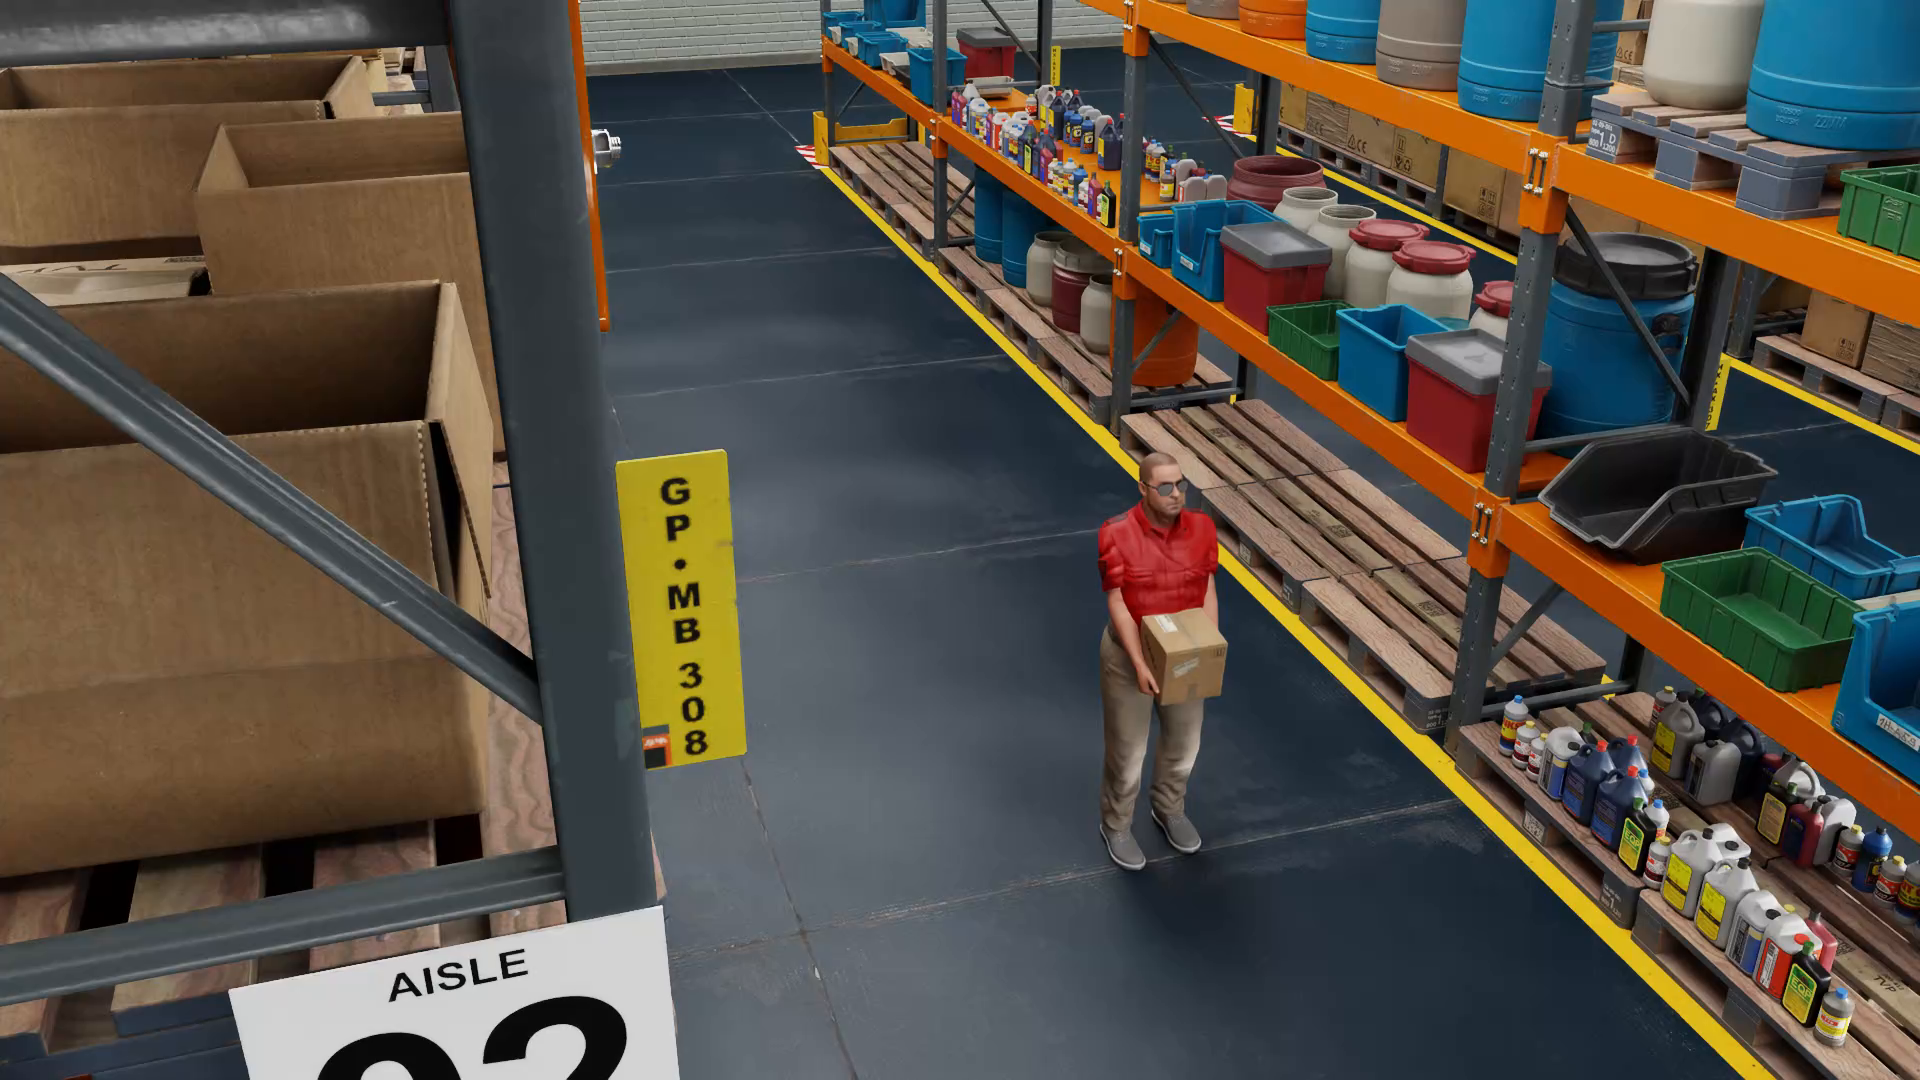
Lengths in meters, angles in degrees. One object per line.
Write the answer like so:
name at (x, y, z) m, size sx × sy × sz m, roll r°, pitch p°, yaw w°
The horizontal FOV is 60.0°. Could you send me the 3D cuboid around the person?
person at (0.783, 0.470, 6.668) m, size 0.563 × 1.730 × 0.391 m, roll -9°, pitch 28°, yaw -17°
